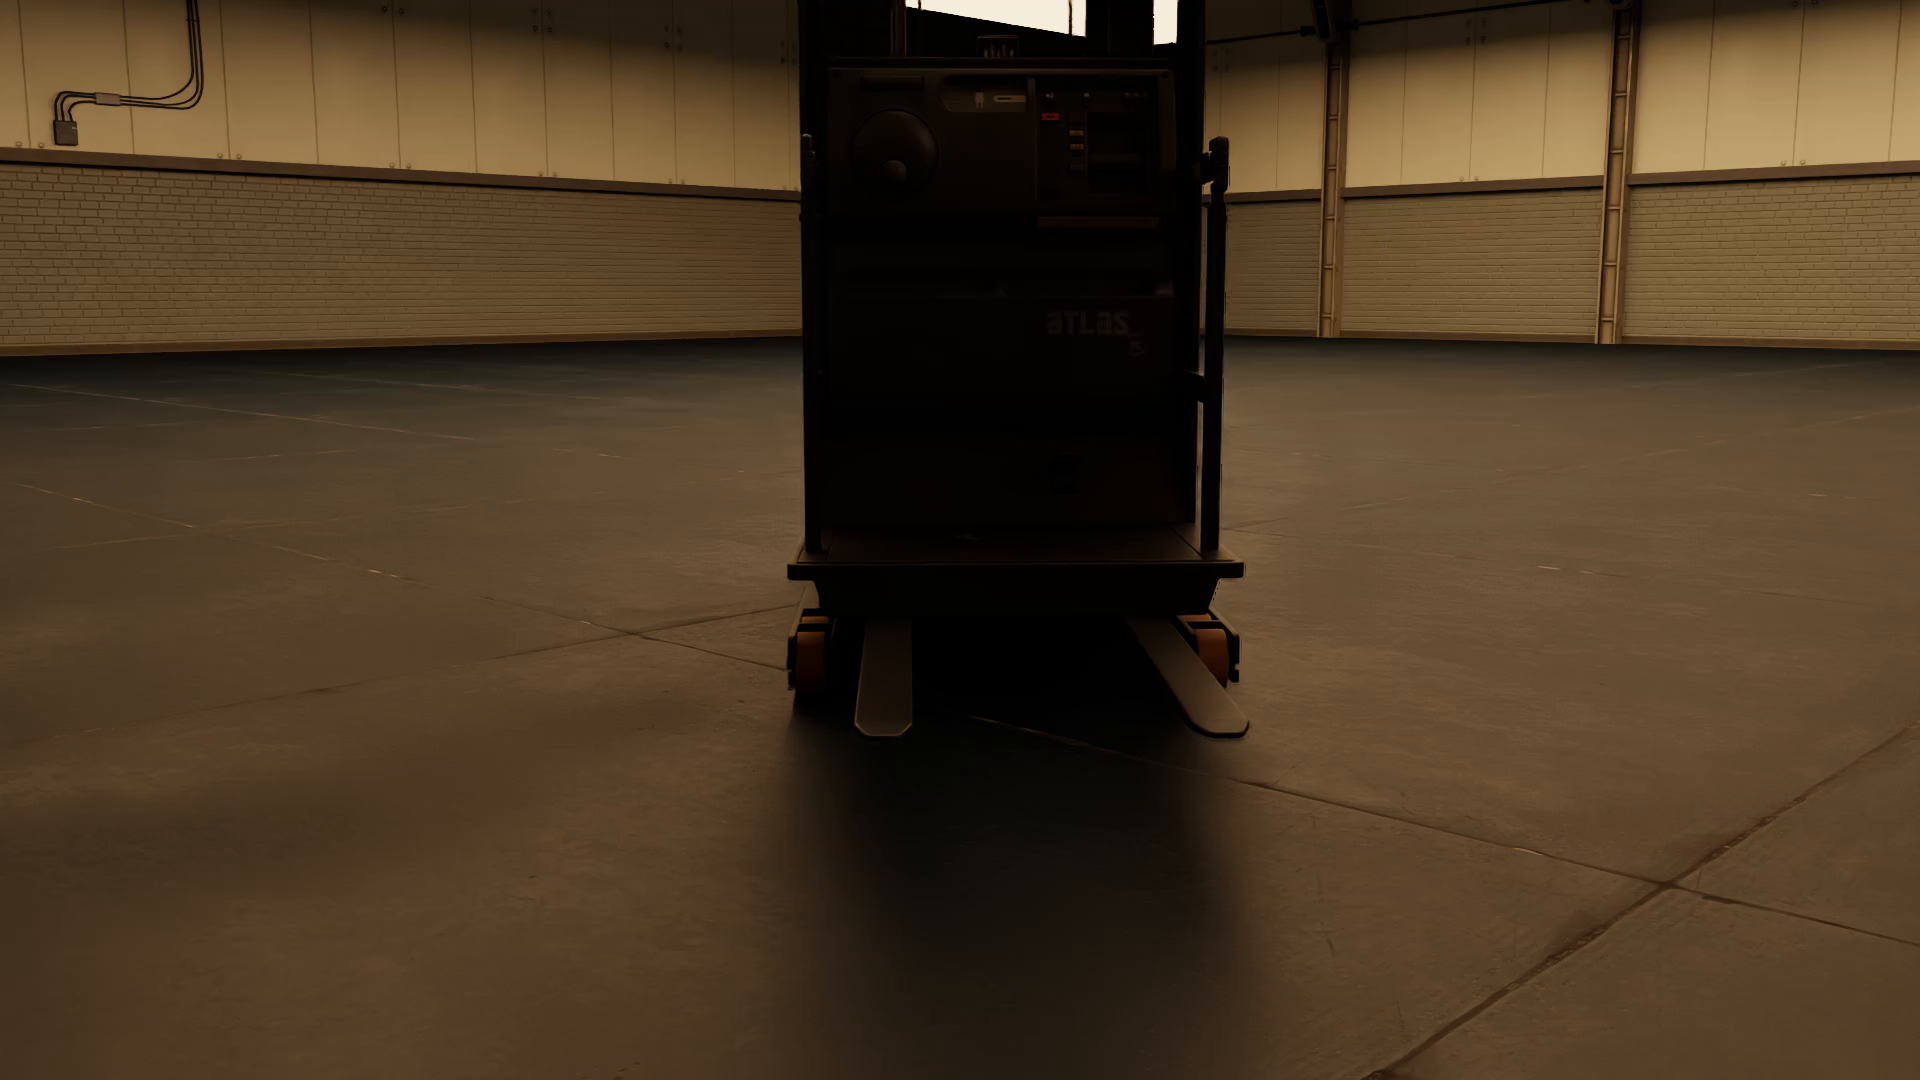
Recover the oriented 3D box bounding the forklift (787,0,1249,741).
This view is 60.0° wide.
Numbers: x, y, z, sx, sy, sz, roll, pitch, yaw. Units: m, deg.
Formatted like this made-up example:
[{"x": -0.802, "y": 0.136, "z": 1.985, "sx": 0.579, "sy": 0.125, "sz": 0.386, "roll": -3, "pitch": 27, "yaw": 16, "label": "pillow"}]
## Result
[{"x": 0.120, "y": -1.109, "z": 4.240, "sx": 1.130, "sy": 2.935, "sz": 3.031, "roll": 0, "pitch": 9, "yaw": -2, "label": "forklift"}]
